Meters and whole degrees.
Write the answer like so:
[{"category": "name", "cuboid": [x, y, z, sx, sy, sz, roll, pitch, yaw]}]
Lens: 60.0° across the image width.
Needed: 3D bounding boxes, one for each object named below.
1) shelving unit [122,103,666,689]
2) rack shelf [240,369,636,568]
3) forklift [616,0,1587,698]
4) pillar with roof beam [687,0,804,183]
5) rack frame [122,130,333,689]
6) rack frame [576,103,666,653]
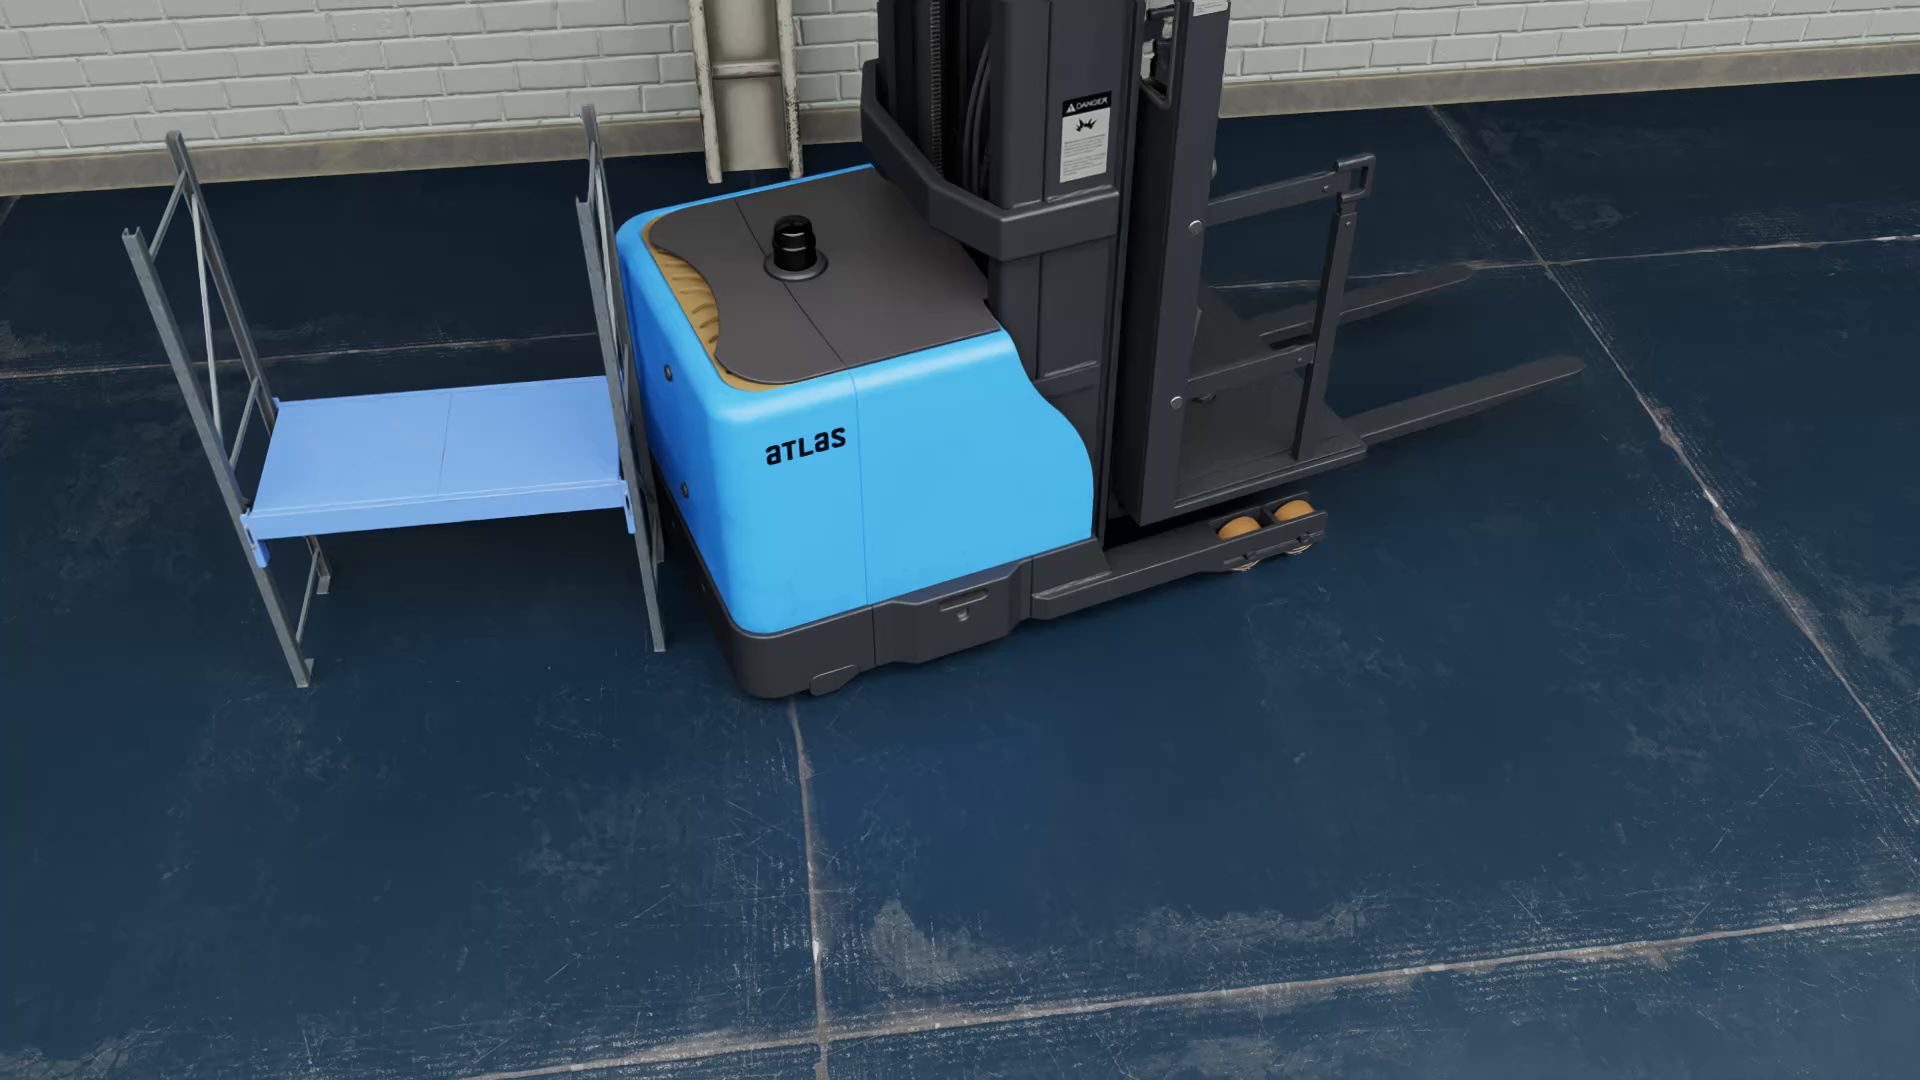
[{"category": "shelving unit", "cuboid": [-1.419, -0.344, 4.512, 1.048, 1.500, 0.538, -5, 42, -6]}, {"category": "rack shelf", "cuboid": [-1.419, -0.211, 4.632, 1.000, 0.185, 0.538, -5, 42, -6]}, {"category": "forklift", "cuboid": [0.584, -1.301, 4.504, 3.031, 2.935, 1.130, -17, 45, -18]}, {"category": "pillar with roof beam", "cuboid": [-0.309, -2.079, 0.836, 0.400, 9.000, 9.100, -5, 42, -6]}, {"category": "rack frame", "cuboid": [-1.922, -0.297, 4.459, 0.032, 1.500, 0.500, -5, 42, -6]}, {"category": "rack frame", "cuboid": [-0.915, -0.392, 4.565, 0.032, 1.500, 0.500, -5, 42, -6]}]
